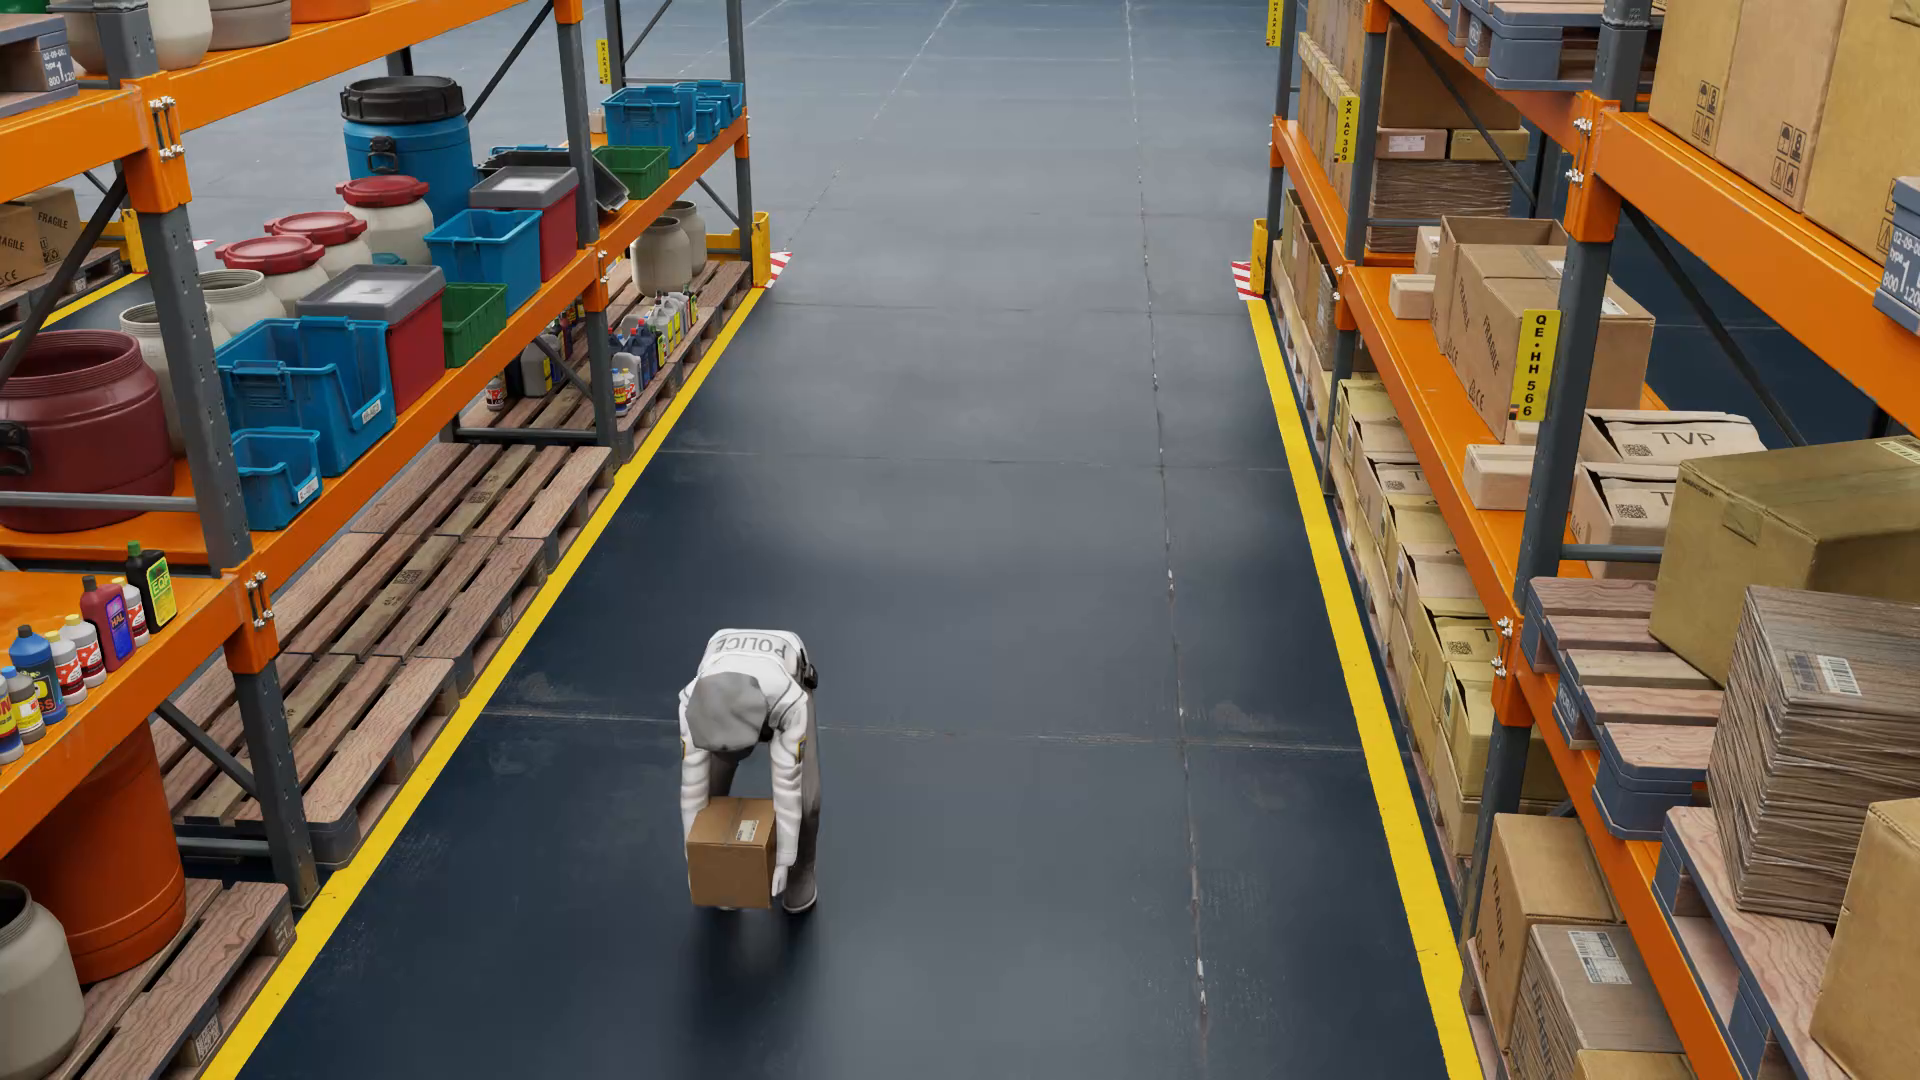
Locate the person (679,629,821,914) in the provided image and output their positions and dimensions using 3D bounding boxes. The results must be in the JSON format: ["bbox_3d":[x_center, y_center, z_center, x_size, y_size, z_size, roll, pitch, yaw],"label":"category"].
[{"bbox_3d":[-0.693,0.804,5.485,0.440,1.141,0.915,1,25,2],"label":"person"}]
